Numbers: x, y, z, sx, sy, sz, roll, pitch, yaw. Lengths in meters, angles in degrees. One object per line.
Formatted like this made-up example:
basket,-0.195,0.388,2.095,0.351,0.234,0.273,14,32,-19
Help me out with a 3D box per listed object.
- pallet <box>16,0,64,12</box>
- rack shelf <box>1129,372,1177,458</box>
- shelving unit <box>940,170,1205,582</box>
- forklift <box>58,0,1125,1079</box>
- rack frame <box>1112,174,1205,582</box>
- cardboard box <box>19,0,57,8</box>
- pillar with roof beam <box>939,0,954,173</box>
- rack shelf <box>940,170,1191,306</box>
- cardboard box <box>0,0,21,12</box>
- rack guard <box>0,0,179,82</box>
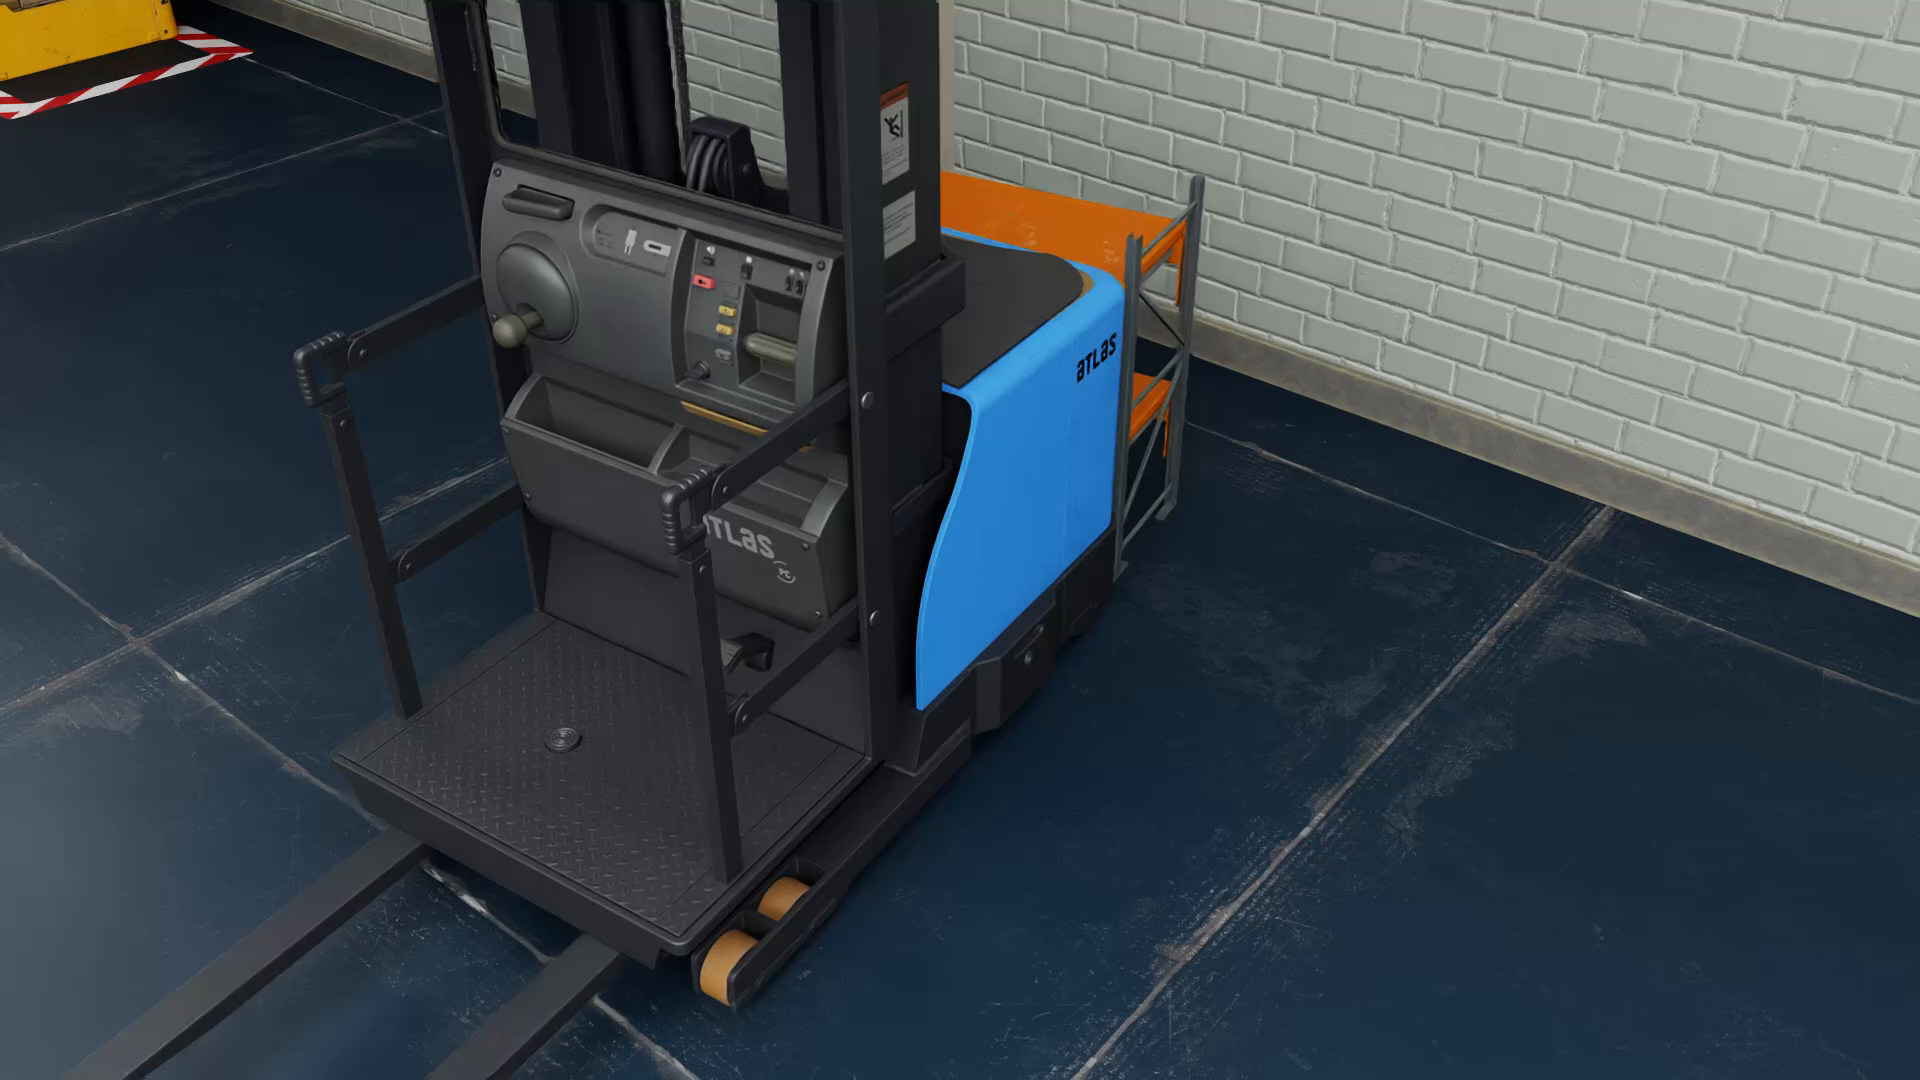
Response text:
pallet,-5.536,-3.022,9.463,1.213,0.211,1.003,25,42,32
rack shelf,0.128,-0.399,5.269,1.000,0.278,0.538,17,38,23
shelving unit,0.128,-0.600,5.130,1.048,1.125,0.538,17,38,23
forklift,-0.769,-0.471,3.347,1.130,2.935,3.031,20,39,26
rack frame,0.576,-0.463,4.931,0.032,1.125,0.500,17,38,23
cardboard box,-5.174,-3.215,9.340,0.500,0.250,0.500,25,42,32
pillar with roof beam,-3.023,-2.983,1.645,0.400,9.000,9.100,25,42,32
rack shelf,0.128,-0.841,4.965,1.000,0.278,0.538,17,38,23
cardboard box,-5.485,-2.985,9.004,0.500,0.250,0.500,26,42,32
rack guard,-4.903,-2.873,8.992,0.348,0.500,1.175,25,42,32
